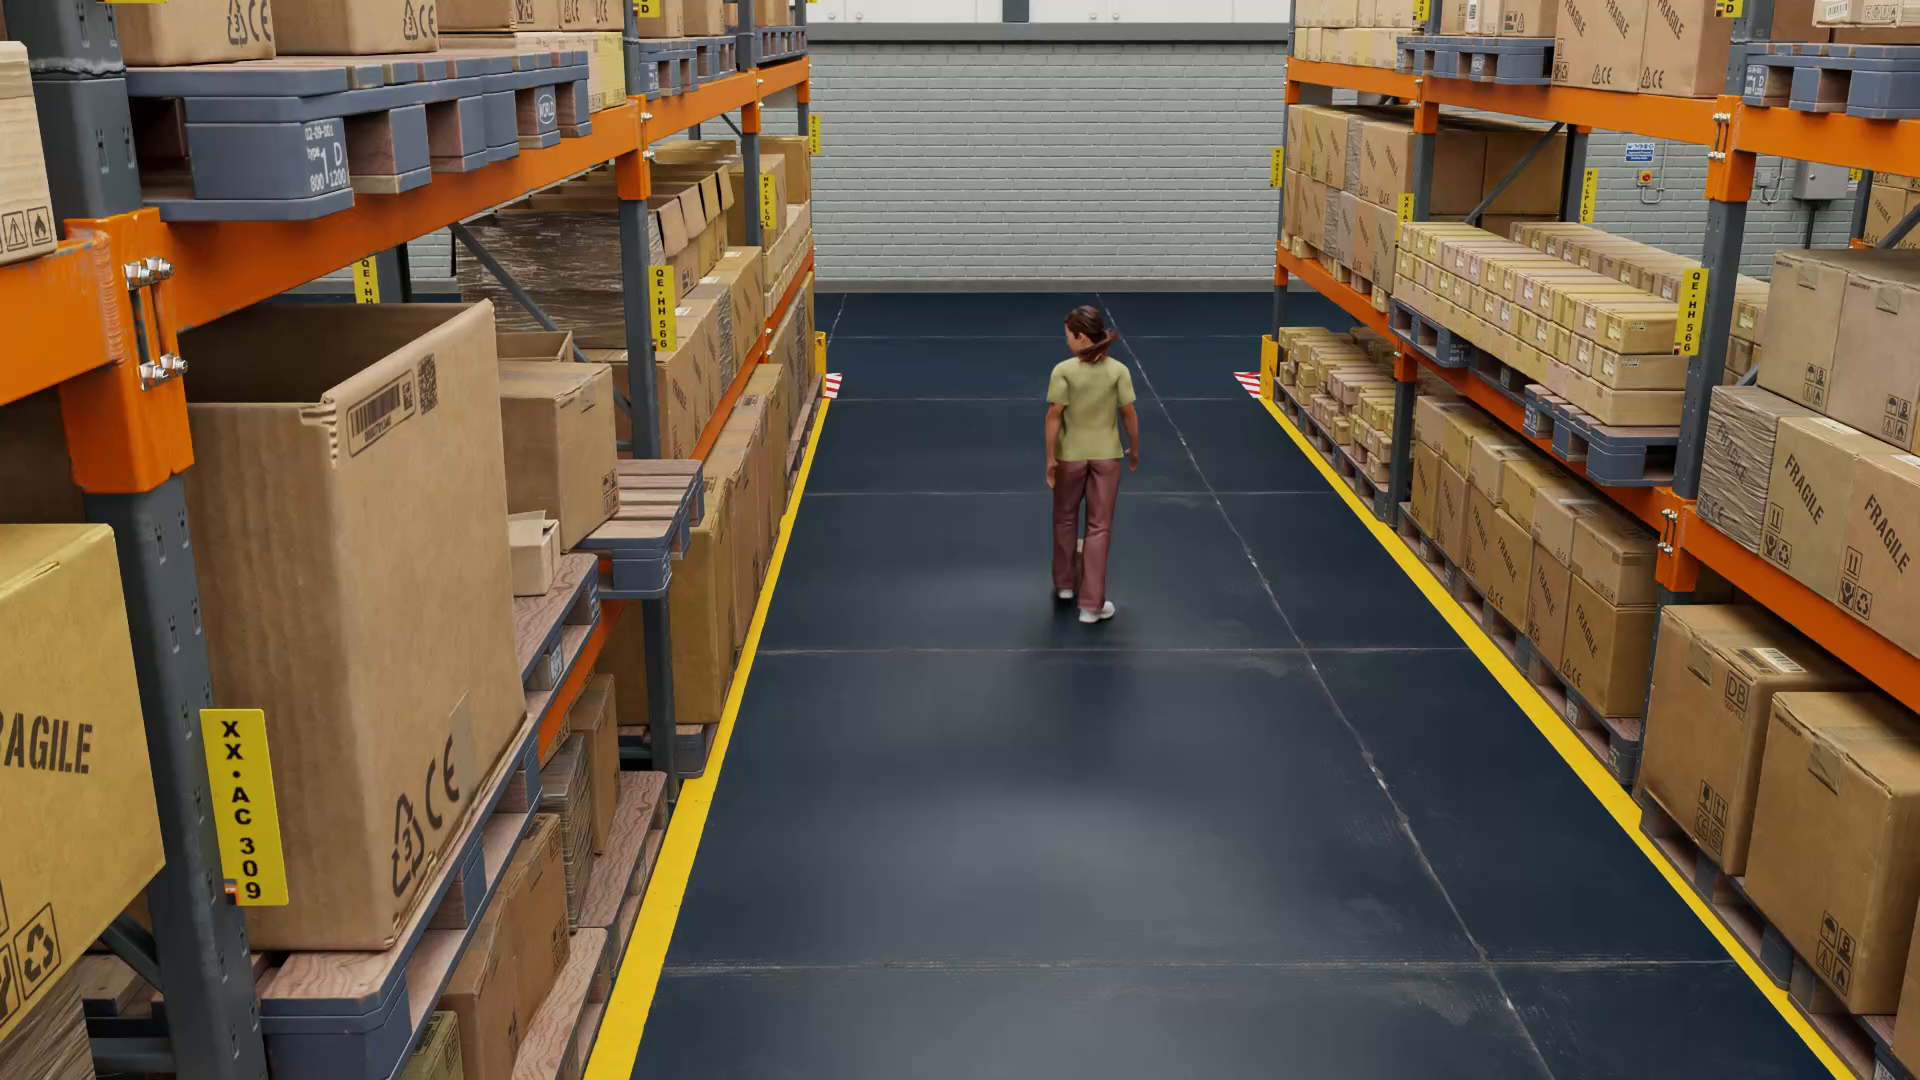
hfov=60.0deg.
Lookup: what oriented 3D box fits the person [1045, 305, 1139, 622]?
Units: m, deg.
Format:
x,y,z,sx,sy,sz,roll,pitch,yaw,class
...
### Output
x,y,z,sx,sy,sz,roll,pitch,yaw,class
0.707,-0.437,8.890,0.496,1.662,0.731,2,17,5,person
